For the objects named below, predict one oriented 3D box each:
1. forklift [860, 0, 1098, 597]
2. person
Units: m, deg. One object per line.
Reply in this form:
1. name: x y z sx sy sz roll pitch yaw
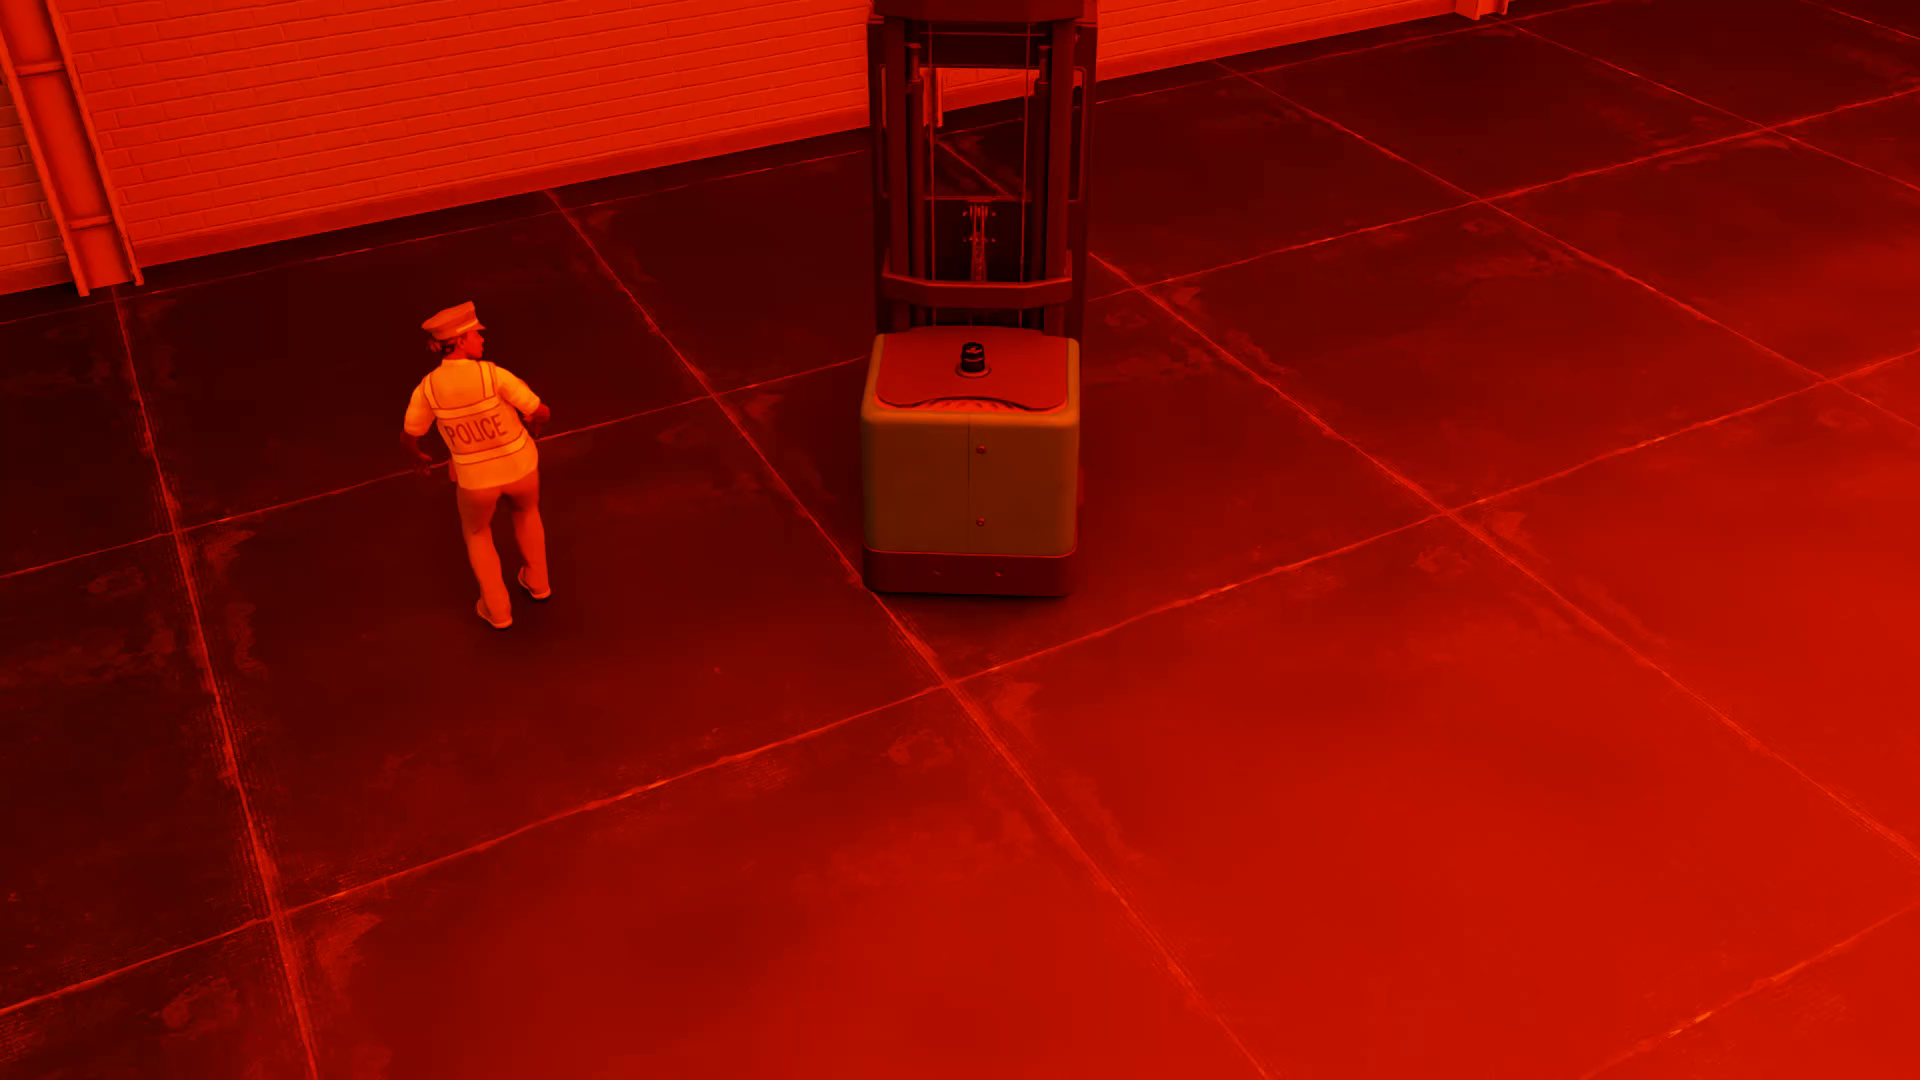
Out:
1. forklift: 0.118 -1.745 8.592 1.130 2.935 3.031 2 35 2
2. person: -2.222 -0.340 7.755 0.669 1.629 0.492 -11 37 -15
